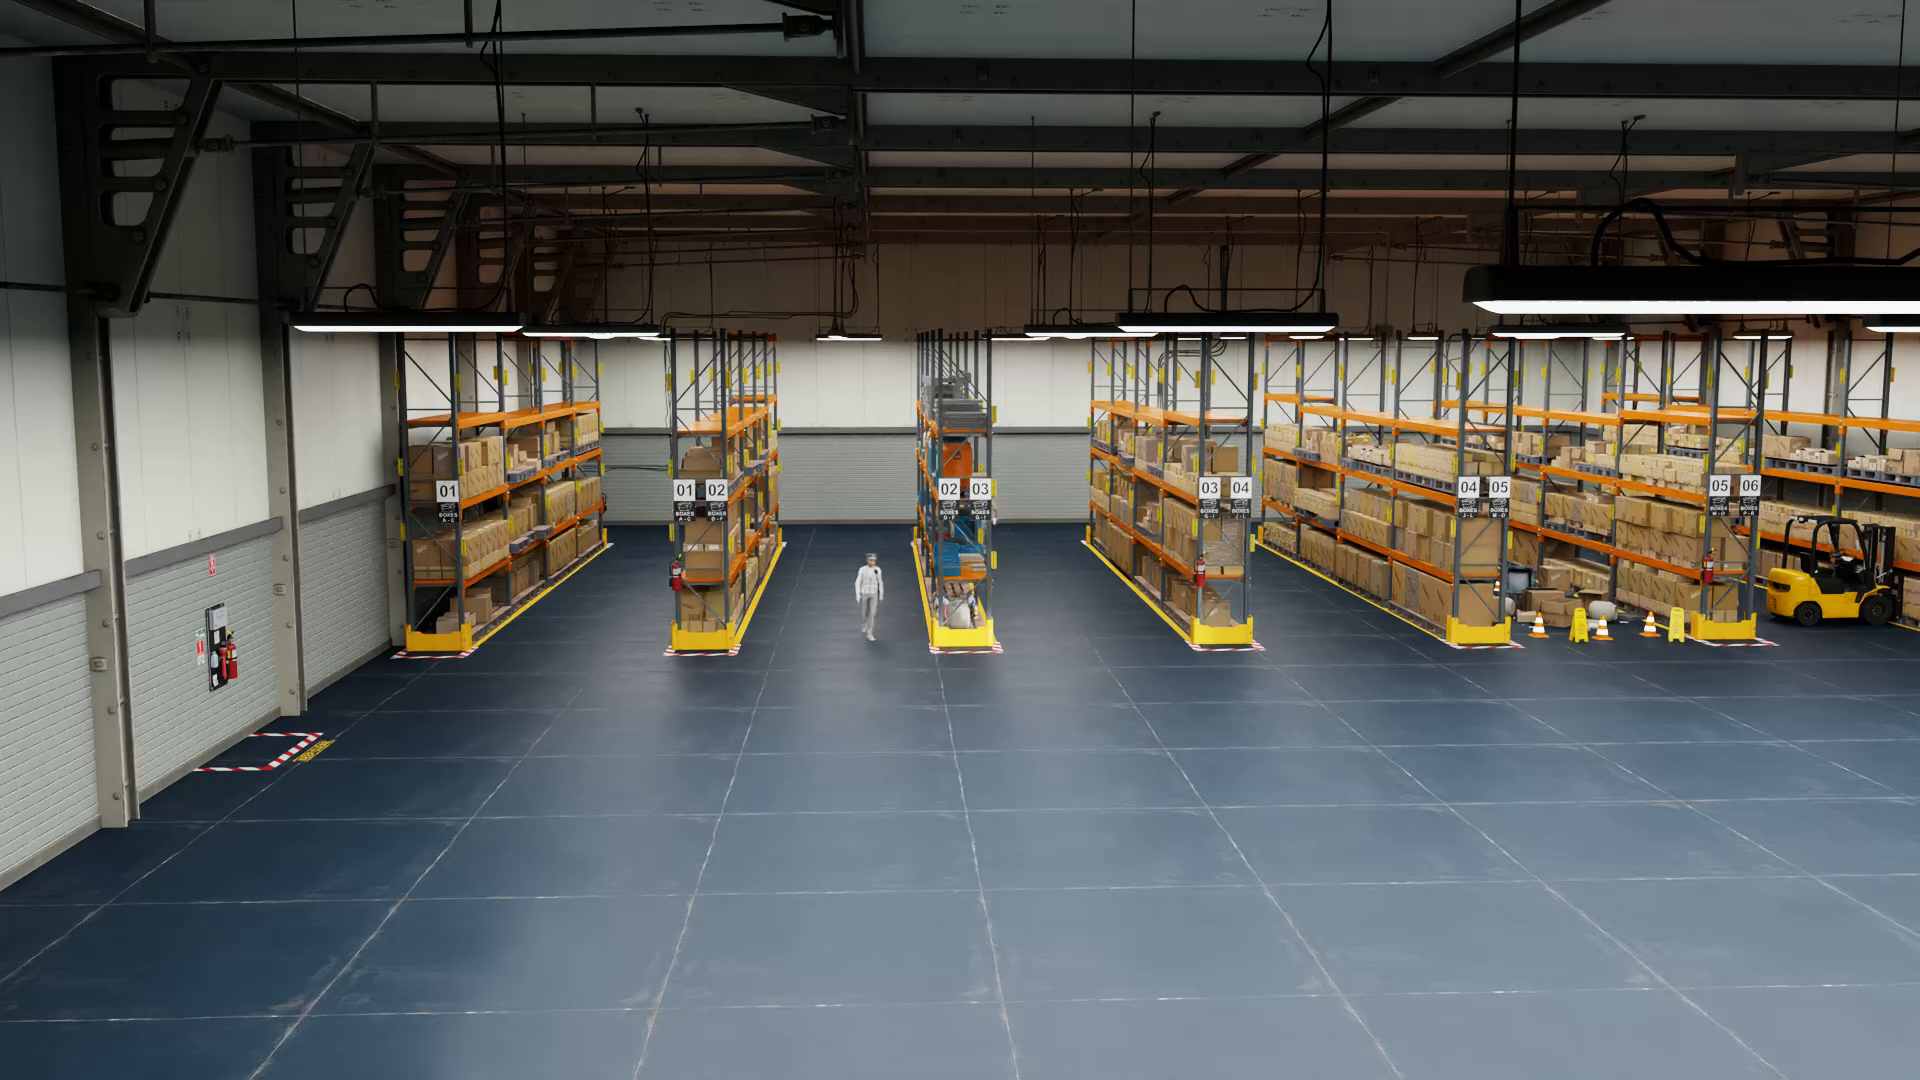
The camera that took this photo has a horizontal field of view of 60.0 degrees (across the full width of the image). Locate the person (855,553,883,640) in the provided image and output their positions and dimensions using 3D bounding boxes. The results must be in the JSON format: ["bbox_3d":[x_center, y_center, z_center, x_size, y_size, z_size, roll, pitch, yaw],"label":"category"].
[{"bbox_3d":[-1.766,1.085,32.564,0.564,1.652,0.777,-1,7,-10],"label":"person"}]

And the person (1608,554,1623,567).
[{"bbox_3d":[16.071,0.116,40.708,0.495,1.651,0.534,0,7,-4],"label":"person"}]

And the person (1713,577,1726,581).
[{"bbox_3d":[16.704,0.647,36.595,0.502,1.561,0.723,-1,7,-12],"label":"person"}]

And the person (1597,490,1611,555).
[{"bbox_3d":[17.525,-0.455,44.831,0.518,1.765,0.550,-4,8,-31],"label":"person"}]

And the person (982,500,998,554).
[{"bbox_3d":[0.678,-0.500,45.515,0.705,1.740,0.674,-1,7,-9],"label":"person"}]
